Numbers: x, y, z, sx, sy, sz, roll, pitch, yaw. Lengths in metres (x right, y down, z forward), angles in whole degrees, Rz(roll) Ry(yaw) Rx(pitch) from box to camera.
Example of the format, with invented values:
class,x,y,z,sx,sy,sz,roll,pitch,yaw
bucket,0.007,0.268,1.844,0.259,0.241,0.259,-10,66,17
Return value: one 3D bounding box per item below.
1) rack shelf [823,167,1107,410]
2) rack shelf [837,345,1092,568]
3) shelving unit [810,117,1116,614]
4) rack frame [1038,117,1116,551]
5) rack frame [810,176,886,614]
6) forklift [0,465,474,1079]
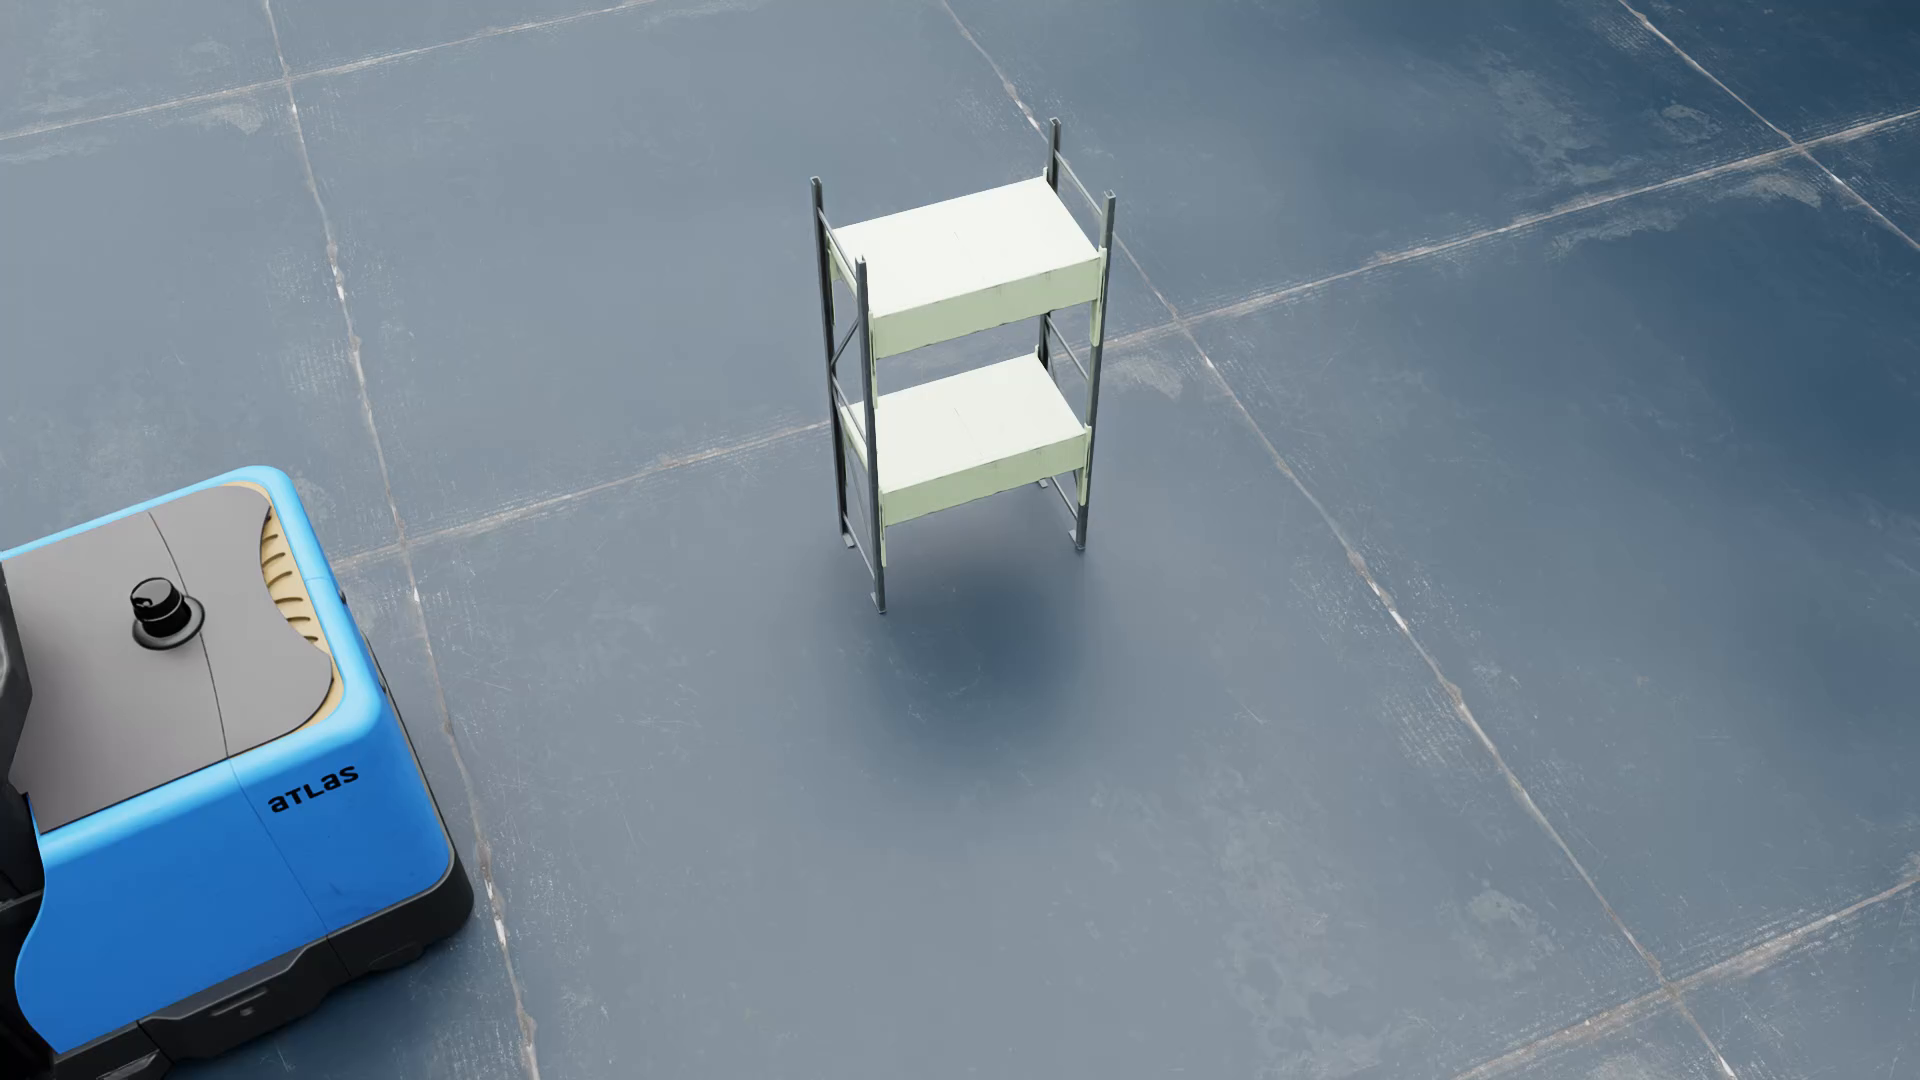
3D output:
class,x,y,z,sx,sy,sz,roll,pitch,yaw
rack shelf,0.006,-0.745,4.887,0.720,0.370,0.431,-17,52,-14
rack shelf,0.006,-0.278,5.430,0.720,0.370,0.431,-17,52,-14
shelving unit,0.006,-0.491,5.183,0.755,1.500,0.431,-17,52,-14
rack frame,0.345,-0.596,5.273,0.023,1.500,0.400,-17,52,-14
rack frame,-0.333,-0.386,5.093,0.023,1.500,0.400,-17,52,-14
forklift,-2.931,0.385,3.488,3.031,2.935,1.130,-23,53,-19
